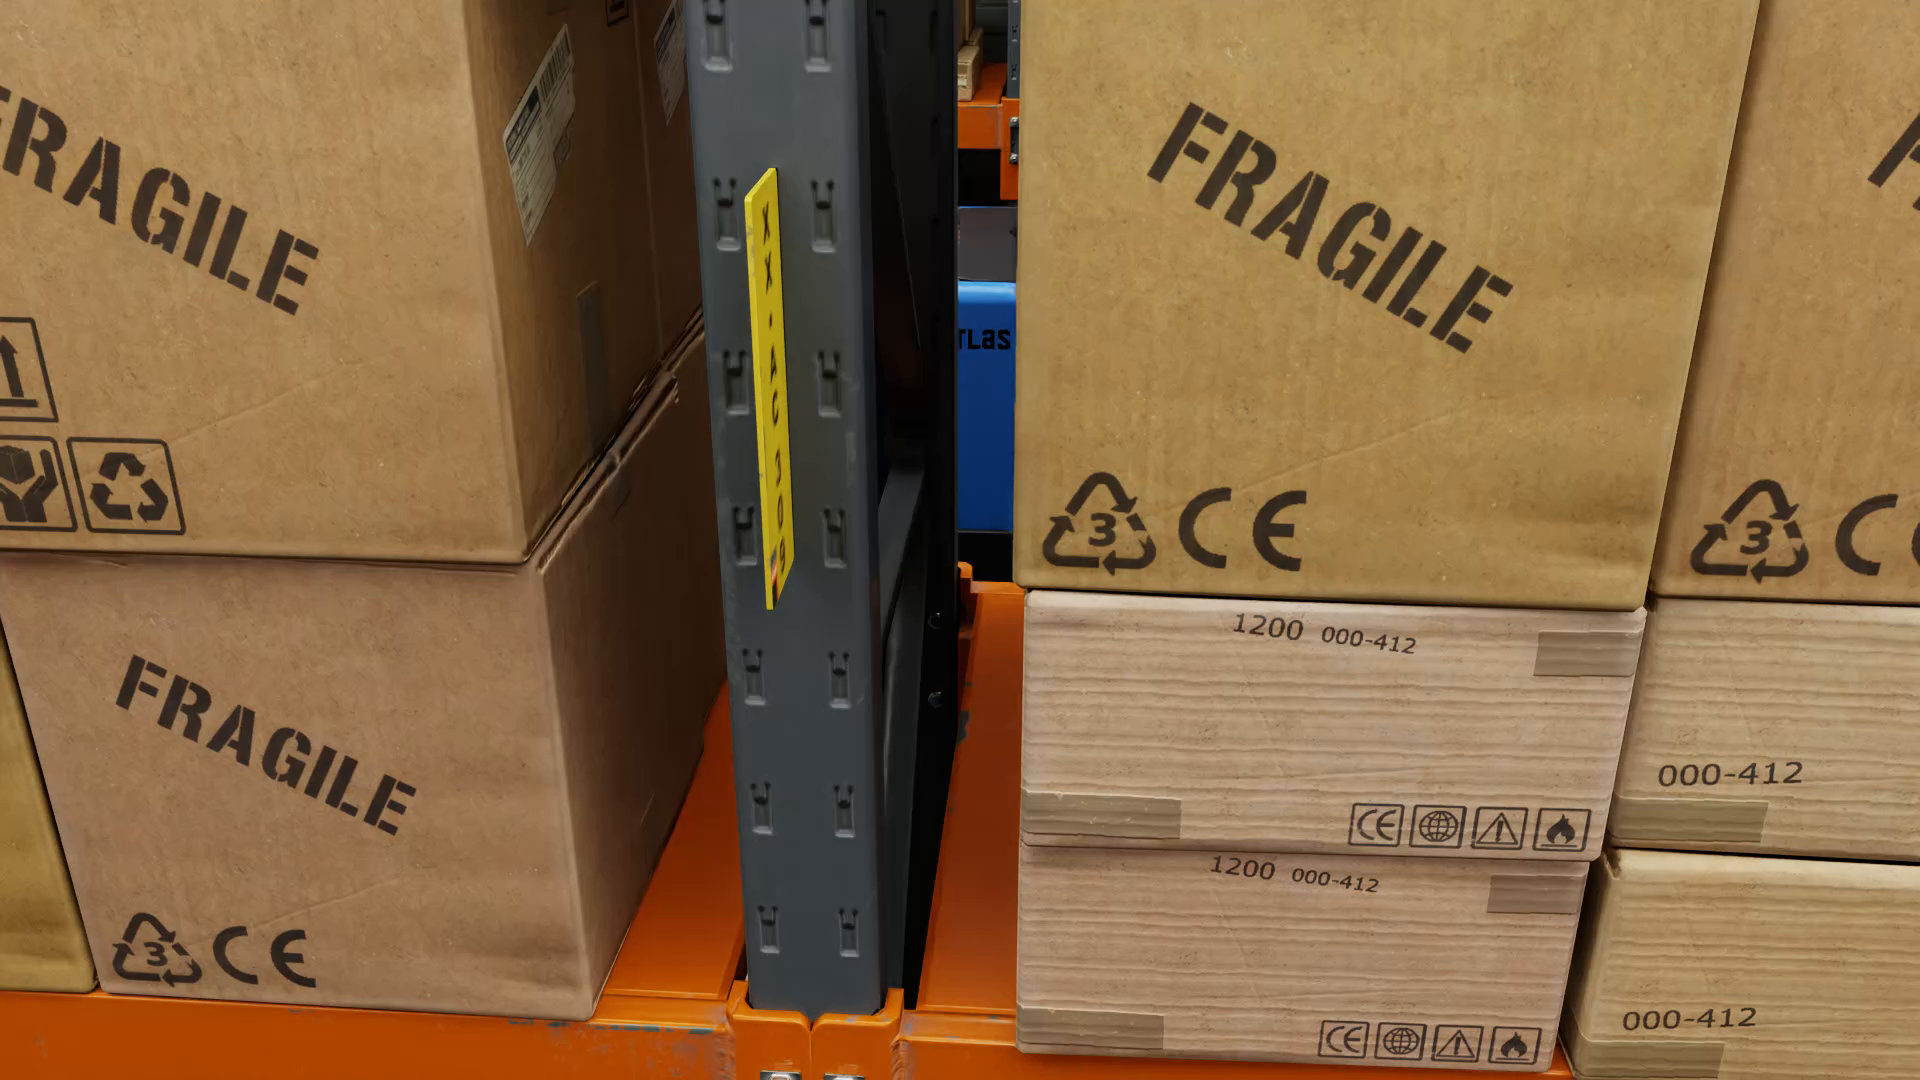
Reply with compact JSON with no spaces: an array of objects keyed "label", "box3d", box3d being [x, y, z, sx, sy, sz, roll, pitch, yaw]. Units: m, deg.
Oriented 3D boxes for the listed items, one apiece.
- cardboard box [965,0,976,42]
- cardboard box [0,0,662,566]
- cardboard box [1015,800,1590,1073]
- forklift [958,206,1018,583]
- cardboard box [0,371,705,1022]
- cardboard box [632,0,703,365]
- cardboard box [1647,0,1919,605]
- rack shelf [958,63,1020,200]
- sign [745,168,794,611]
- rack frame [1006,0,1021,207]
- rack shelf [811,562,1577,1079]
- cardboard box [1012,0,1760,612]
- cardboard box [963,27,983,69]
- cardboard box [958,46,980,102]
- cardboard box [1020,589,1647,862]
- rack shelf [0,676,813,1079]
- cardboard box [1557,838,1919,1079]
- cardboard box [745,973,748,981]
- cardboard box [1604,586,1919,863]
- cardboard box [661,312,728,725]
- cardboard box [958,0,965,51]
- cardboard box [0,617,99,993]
[{"label":"cardboard box","box3d":[-0.200,-2.178,6.719,0.500,0.250,0.500,2,25,3]},{"label":"cardboard box","box3d":[-0.595,-0.314,1.528,0.500,0.500,0.500,2,25,4]},{"label":"cardboard box","box3d":[0.315,0.278,1.736,0.500,0.250,0.500,1,25,3]},{"label":"forklift","box3d":[1.353,-1.261,4.985,3.031,2.935,1.130,1,25,3]},{"label":"cardboard box","box3d":[-0.585,0.132,1.755,0.500,0.500,0.500,2,25,4]},{"label":"cardboard box","box3d":[-0.560,-0.530,1.997,0.500,0.500,0.500,2,25,4]},{"label":"cardboard box","box3d":[0.823,-0.275,1.444,0.500,0.500,0.500,2,25,4]},{"label":"rack shelf","box3d":[-1.721,-1.720,6.760,4.000,0.370,1.077,2,25,4]},{"label":"sign","box3d":[-0.144,-0.112,1.274,0.005,0.325,0.100,2,25,4]},{"label":"rack frame","box3d":[0.273,-1.983,6.471,0.127,3.000,1.000,2,25,4]},{"label":"rack shelf","box3d":[1.891,0.477,1.986,4.000,0.370,1.077,2,25,4]},{"label":"cardboard box","box3d":[0.313,-0.280,1.454,0.500,0.500,0.500,2,25,5]},{"label":"cardboard box","box3d":[-0.042,-1.994,6.795,0.250,0.149,0.380,2,25,4]},{"label":"cardboard box","box3d":[-0.064,-1.774,6.317,0.250,0.149,0.380,2,25,5]},{"label":"cardboard box","box3d":[0.314,0.059,1.616,0.500,0.250,0.500,1,25,2]},{"label":"rack shelf","box3d":[-2.098,0.349,2.264,4.000,0.370,1.077,2,25,4]},{"label":"cardboard box","box3d":[0.831,0.294,1.702,0.500,0.250,0.500,1,25,3]},{"label":"cardboard box","box3d":[-0.721,0.994,2.563,0.875,0.438,0.875,1,25,3]},{"label":"cardboard box","box3d":[0.836,0.064,1.605,0.500,0.250,0.500,2,25,5]},{"label":"cardboard box","box3d":[-0.551,-0.084,2.224,0.500,0.500,0.500,3,25,6]},{"label":"cardboard box","box3d":[-0.254,-1.965,6.255,0.500,0.250,0.500,2,25,5]},{"label":"cardboard box","box3d":[-1.099,0.118,1.785,0.500,0.500,0.500,1,25,3]}]
